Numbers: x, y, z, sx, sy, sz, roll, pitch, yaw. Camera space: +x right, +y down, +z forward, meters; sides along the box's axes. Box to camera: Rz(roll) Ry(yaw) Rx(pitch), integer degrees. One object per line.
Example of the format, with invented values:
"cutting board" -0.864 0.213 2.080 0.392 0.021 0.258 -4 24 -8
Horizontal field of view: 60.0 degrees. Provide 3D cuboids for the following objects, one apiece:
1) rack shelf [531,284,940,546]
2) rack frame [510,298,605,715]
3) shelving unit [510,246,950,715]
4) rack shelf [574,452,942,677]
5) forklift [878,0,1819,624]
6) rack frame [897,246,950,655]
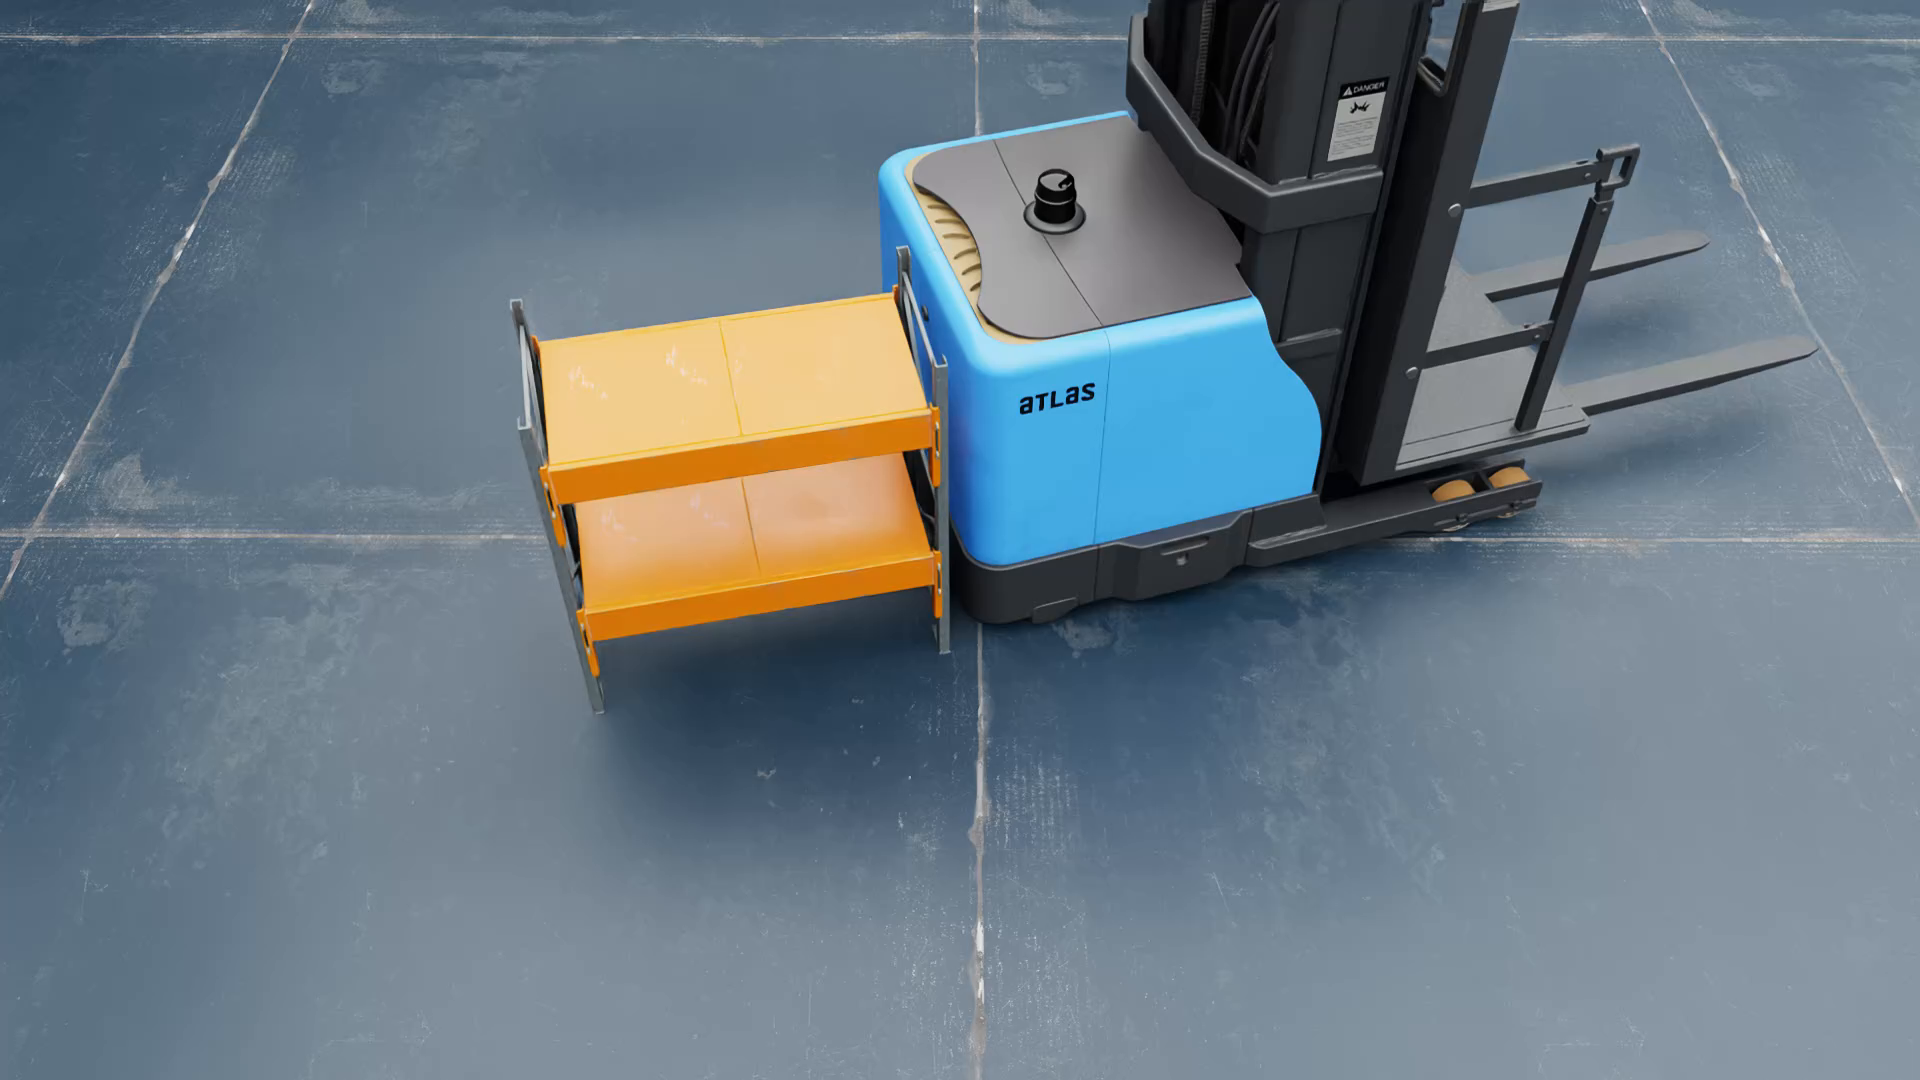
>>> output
"rack shelf" -0.596 -0.341 4.399 1.000 0.278 0.538 -9 48 -9
"rack frame" -1.092 -0.060 4.538 0.032 1.125 0.500 -9 48 -9
"shelving unit" -0.596 -0.142 4.614 1.048 1.125 0.538 -9 48 -9
"rack shelf" -0.596 0.025 4.793 1.000 0.278 0.538 -9 48 -9
"forklift" 1.323 -1.384 4.535 3.031 2.935 1.130 -13 48 -12
"rack frame" -0.100 -0.224 4.690 0.032 1.125 0.500 -9 48 -9
